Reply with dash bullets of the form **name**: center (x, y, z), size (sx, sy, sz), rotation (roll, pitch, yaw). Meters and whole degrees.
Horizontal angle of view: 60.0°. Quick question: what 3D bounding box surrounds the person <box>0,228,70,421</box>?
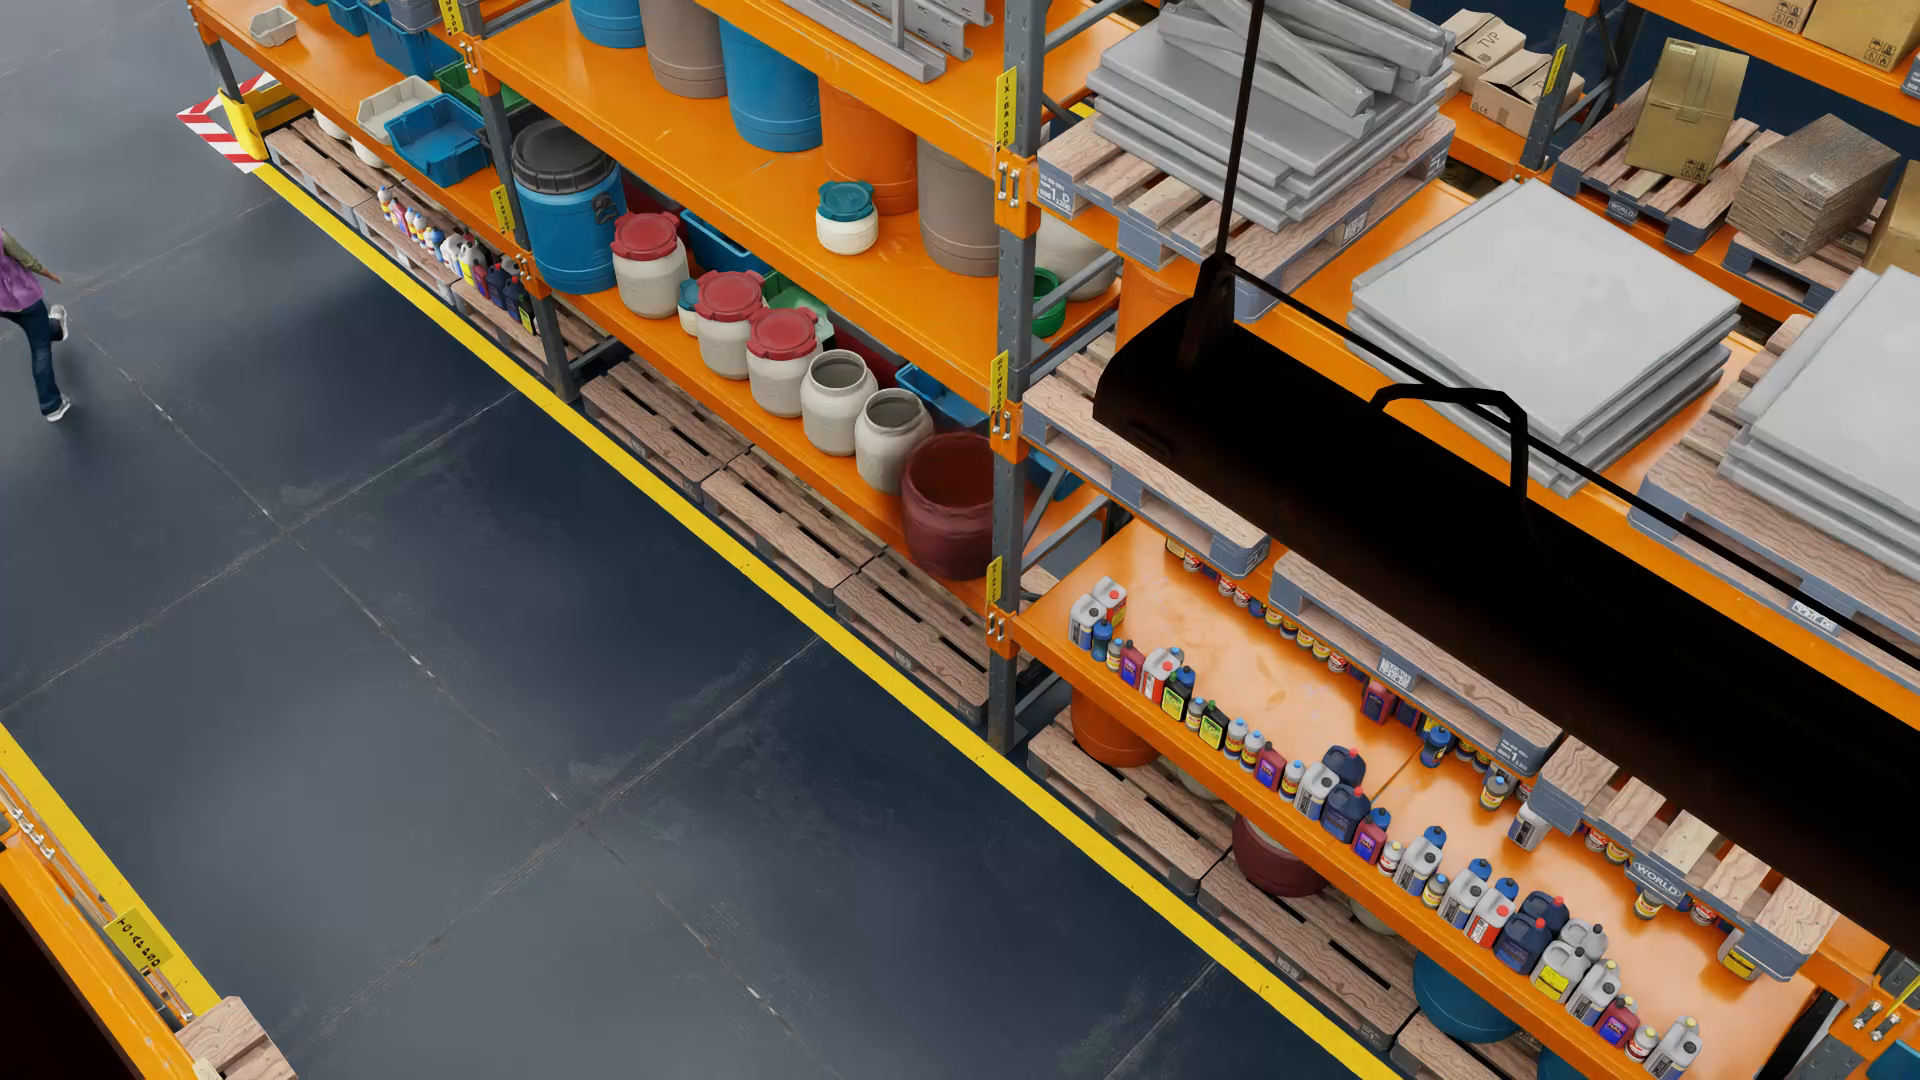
- **person**: center (-6.072, -1.628, 10.733), size (0.439, 1.533, 1.027), rotation (-1, 50, -1)
